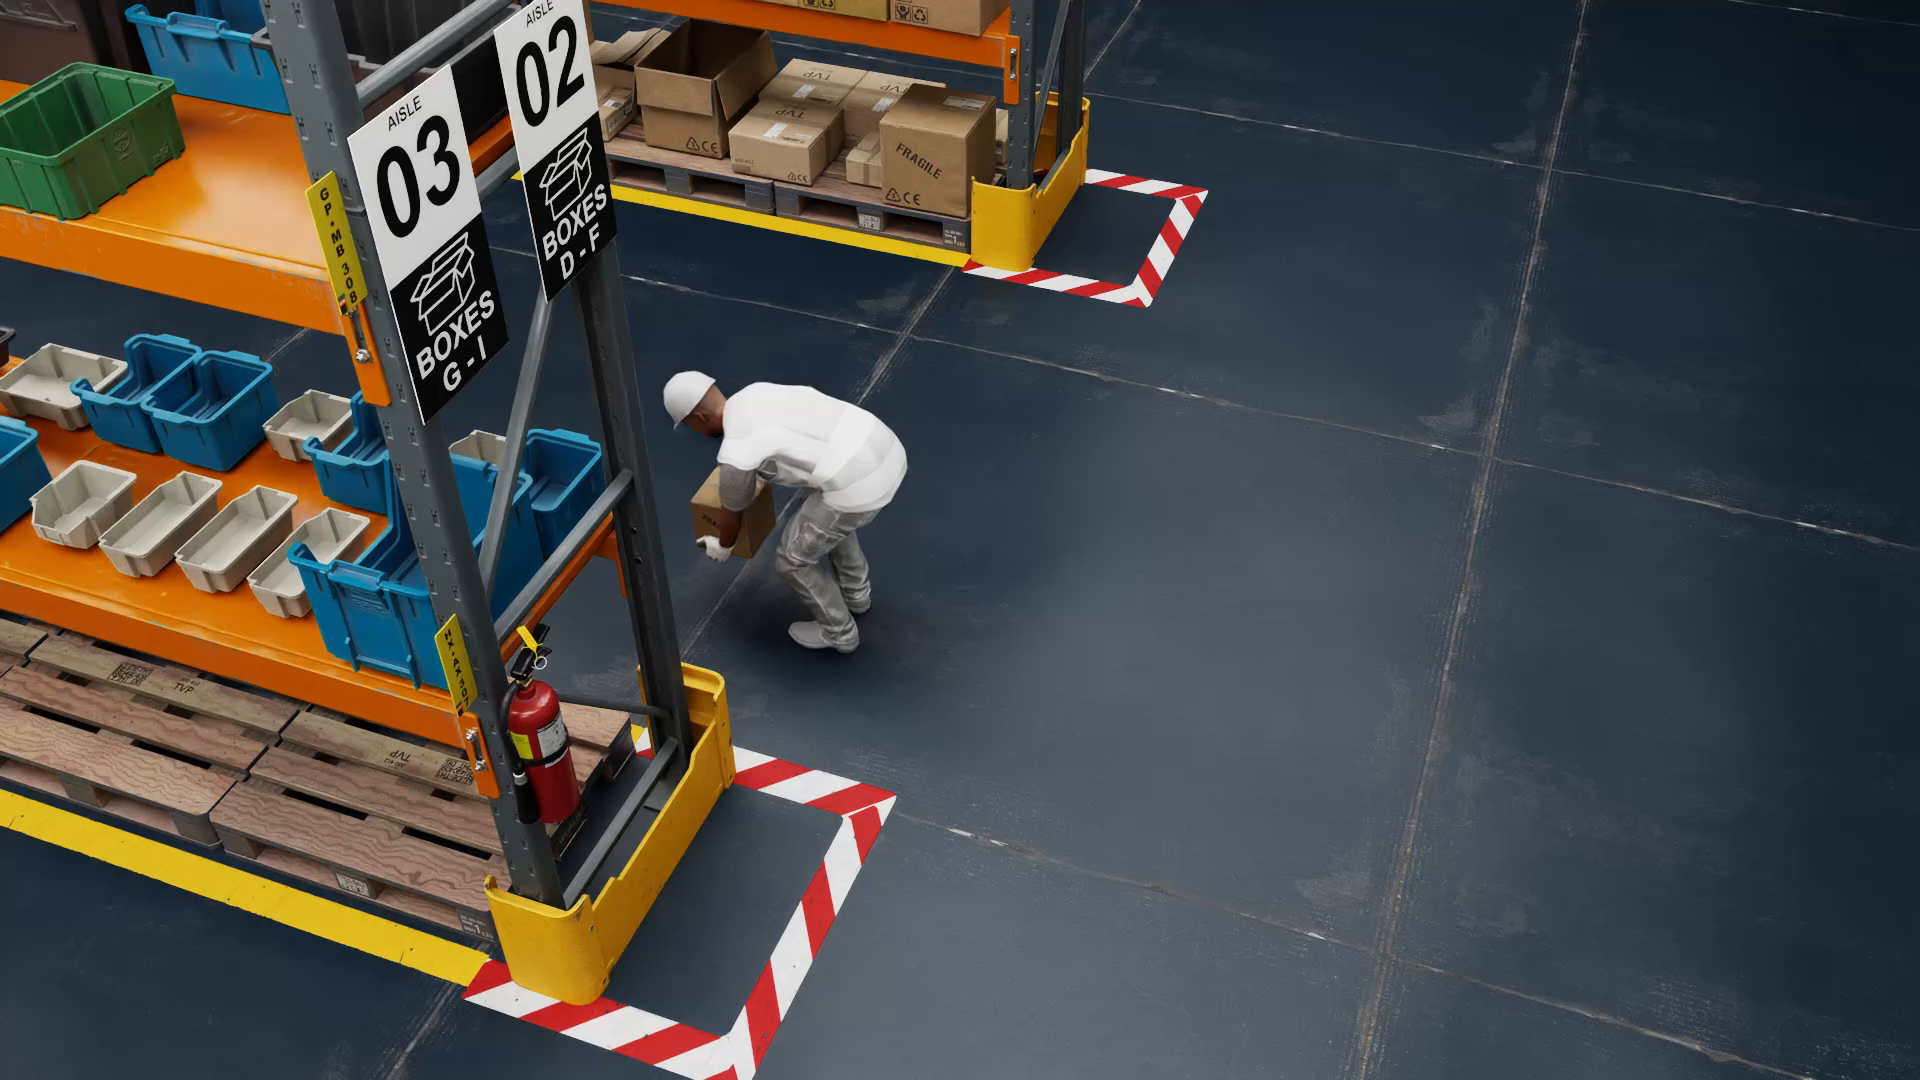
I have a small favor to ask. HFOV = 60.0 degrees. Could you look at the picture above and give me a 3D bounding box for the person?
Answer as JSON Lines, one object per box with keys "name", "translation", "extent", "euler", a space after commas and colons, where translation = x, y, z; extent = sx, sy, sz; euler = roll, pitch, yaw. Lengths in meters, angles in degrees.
{"name": "person", "translation": [-0.698, -0.127, 6.754], "extent": [0.967, 1.167, 0.516], "euler": [12, 42, 13]}
